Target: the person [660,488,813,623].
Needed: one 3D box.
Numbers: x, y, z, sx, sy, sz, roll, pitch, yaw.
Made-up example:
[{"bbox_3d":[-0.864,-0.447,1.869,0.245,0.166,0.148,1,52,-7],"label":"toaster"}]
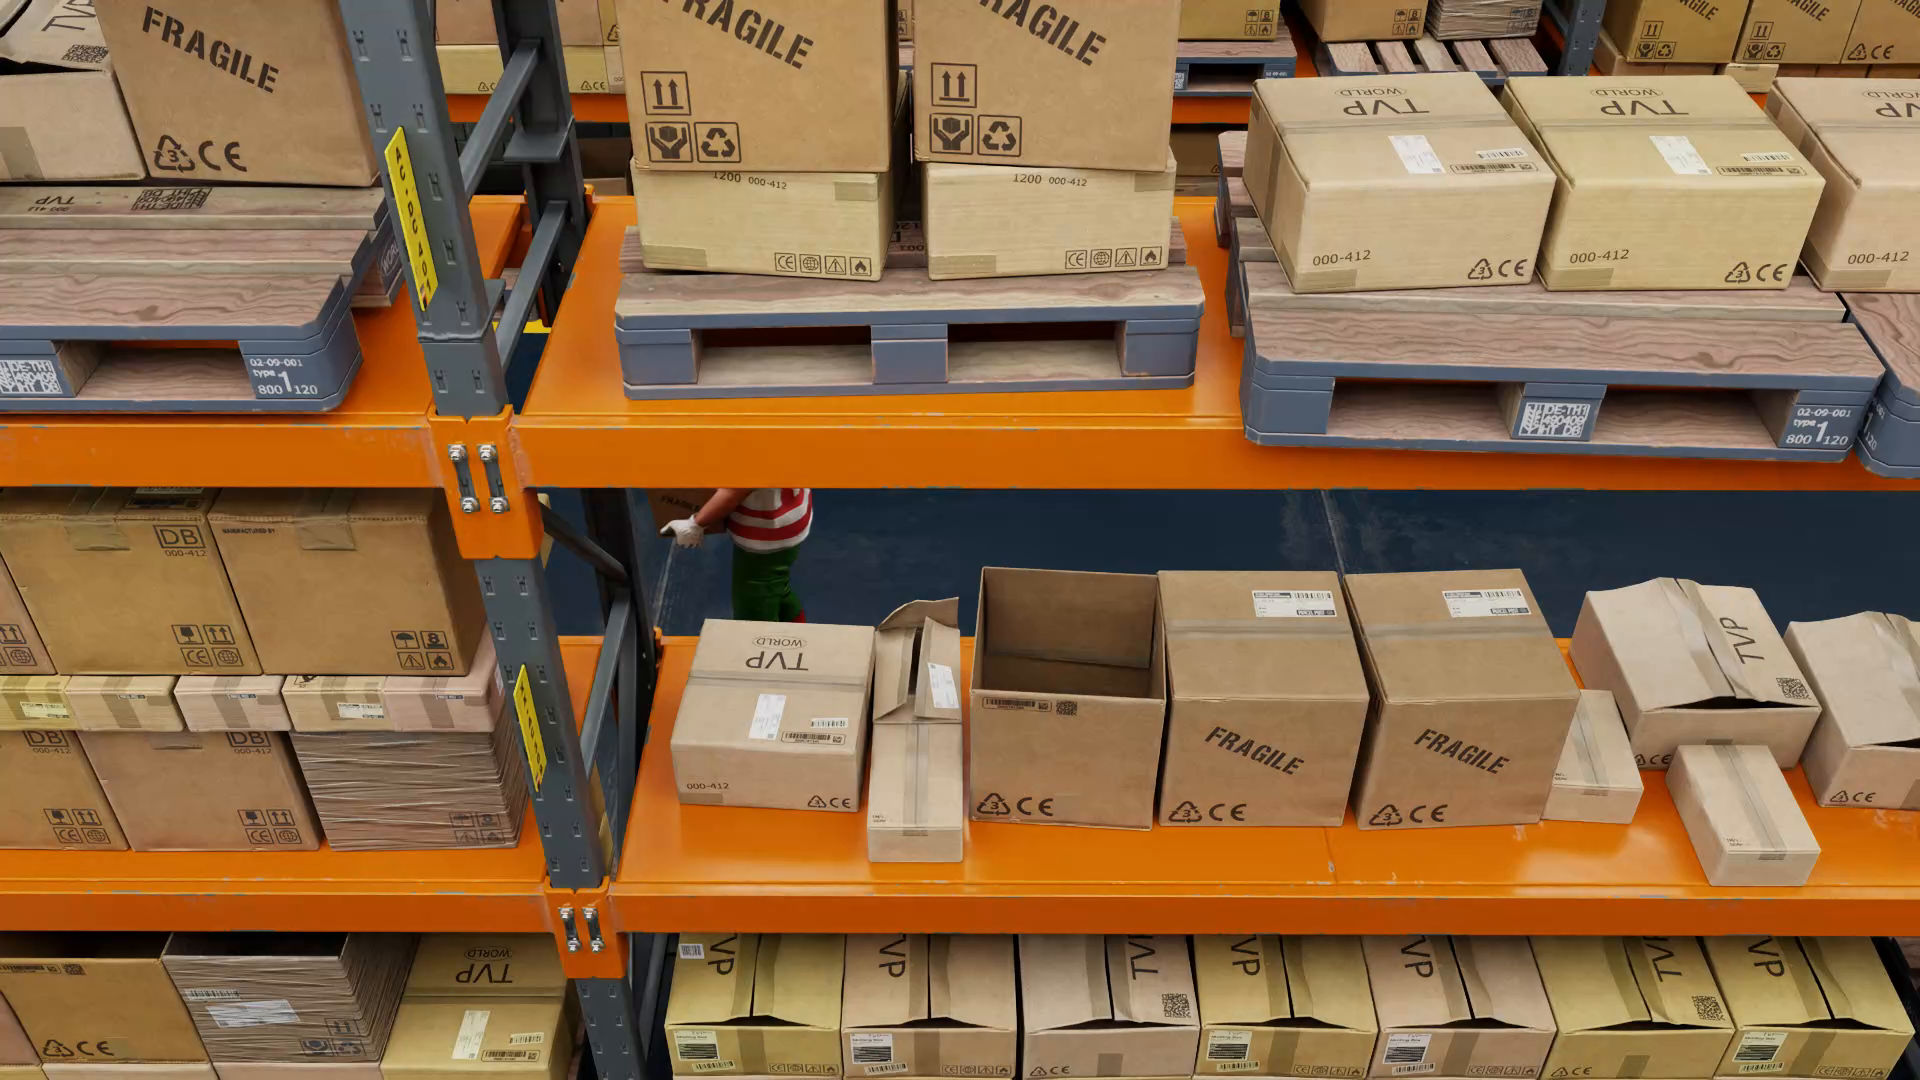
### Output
[{"bbox_3d":[-0.811,-0.048,6.200,0.564,1.782,0.494,0,39,0],"label":"person"}]
